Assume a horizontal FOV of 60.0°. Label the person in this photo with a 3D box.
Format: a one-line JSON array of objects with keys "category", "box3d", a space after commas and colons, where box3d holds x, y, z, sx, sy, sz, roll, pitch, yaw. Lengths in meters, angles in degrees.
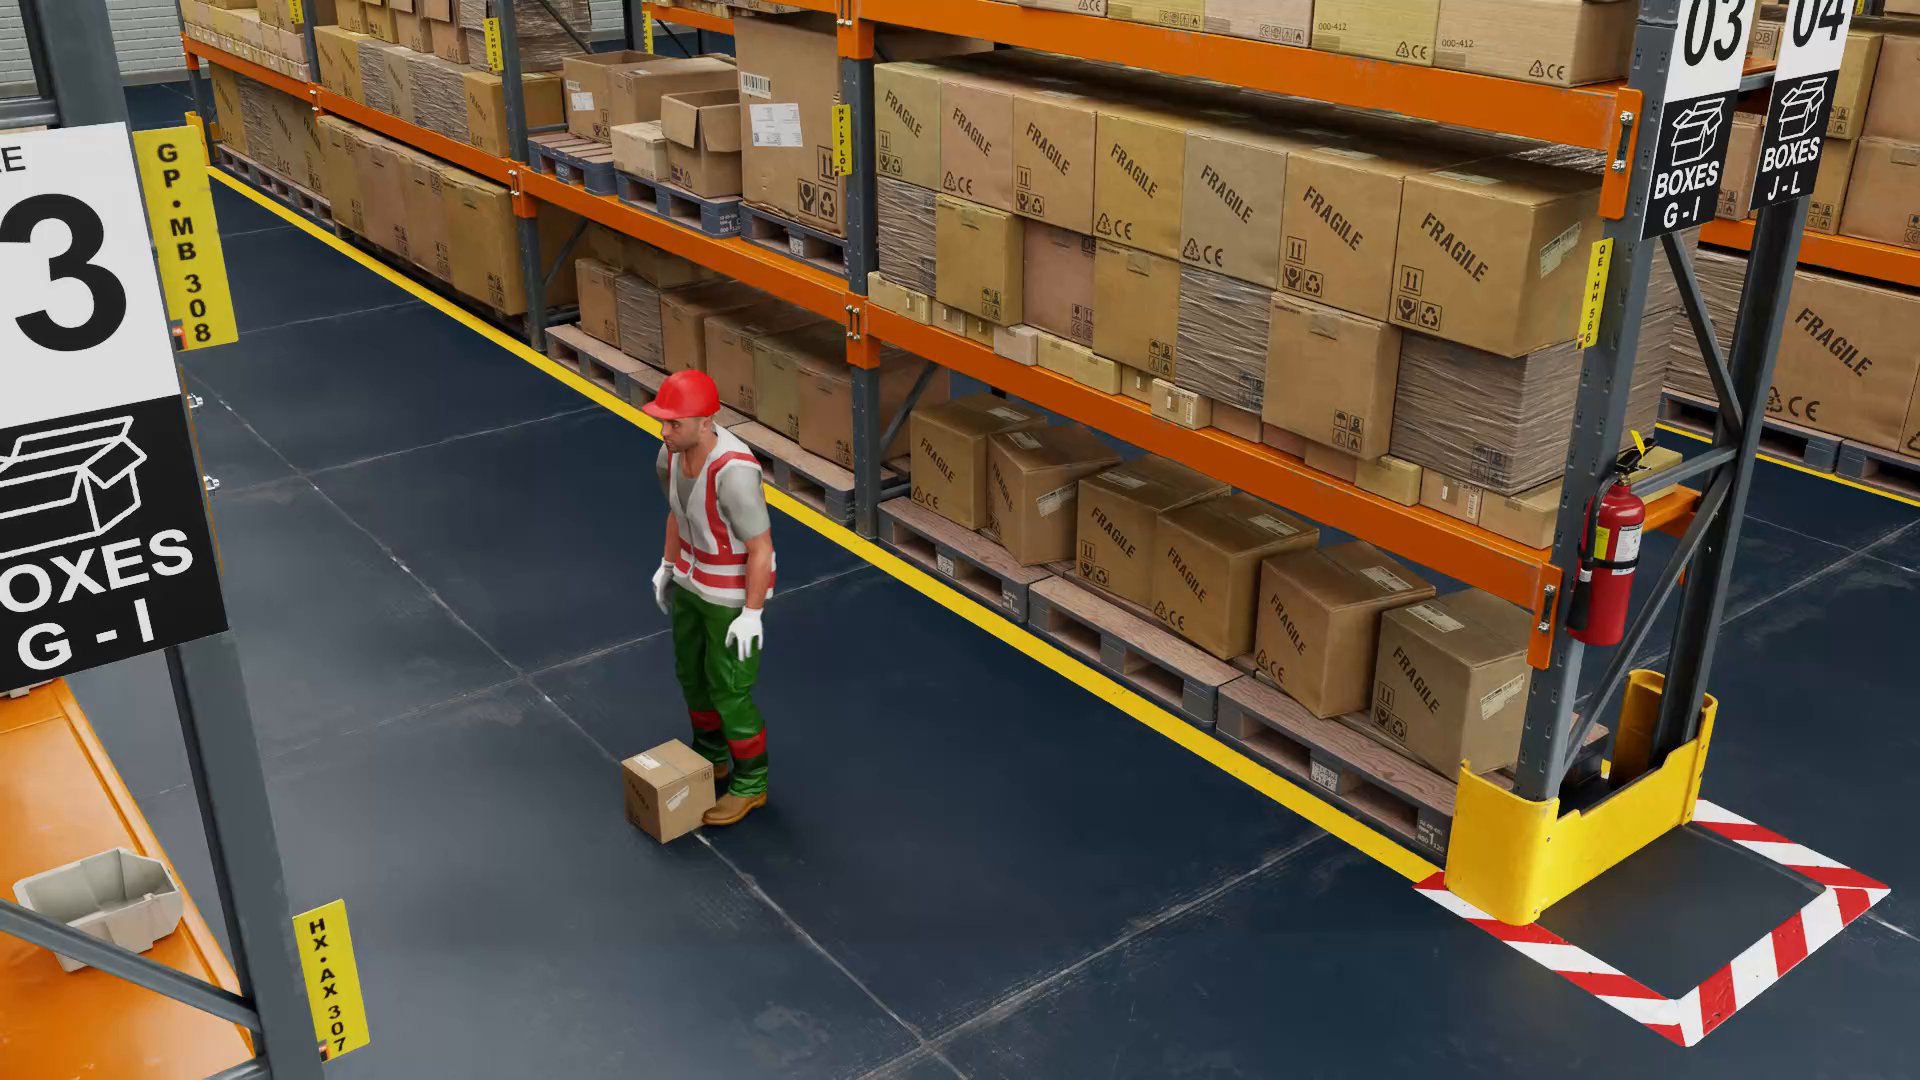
[{"category": "person", "box3d": [-0.917, 0.206, 6.133, 0.446, 1.780, 0.620, -20, 31, -37]}]
